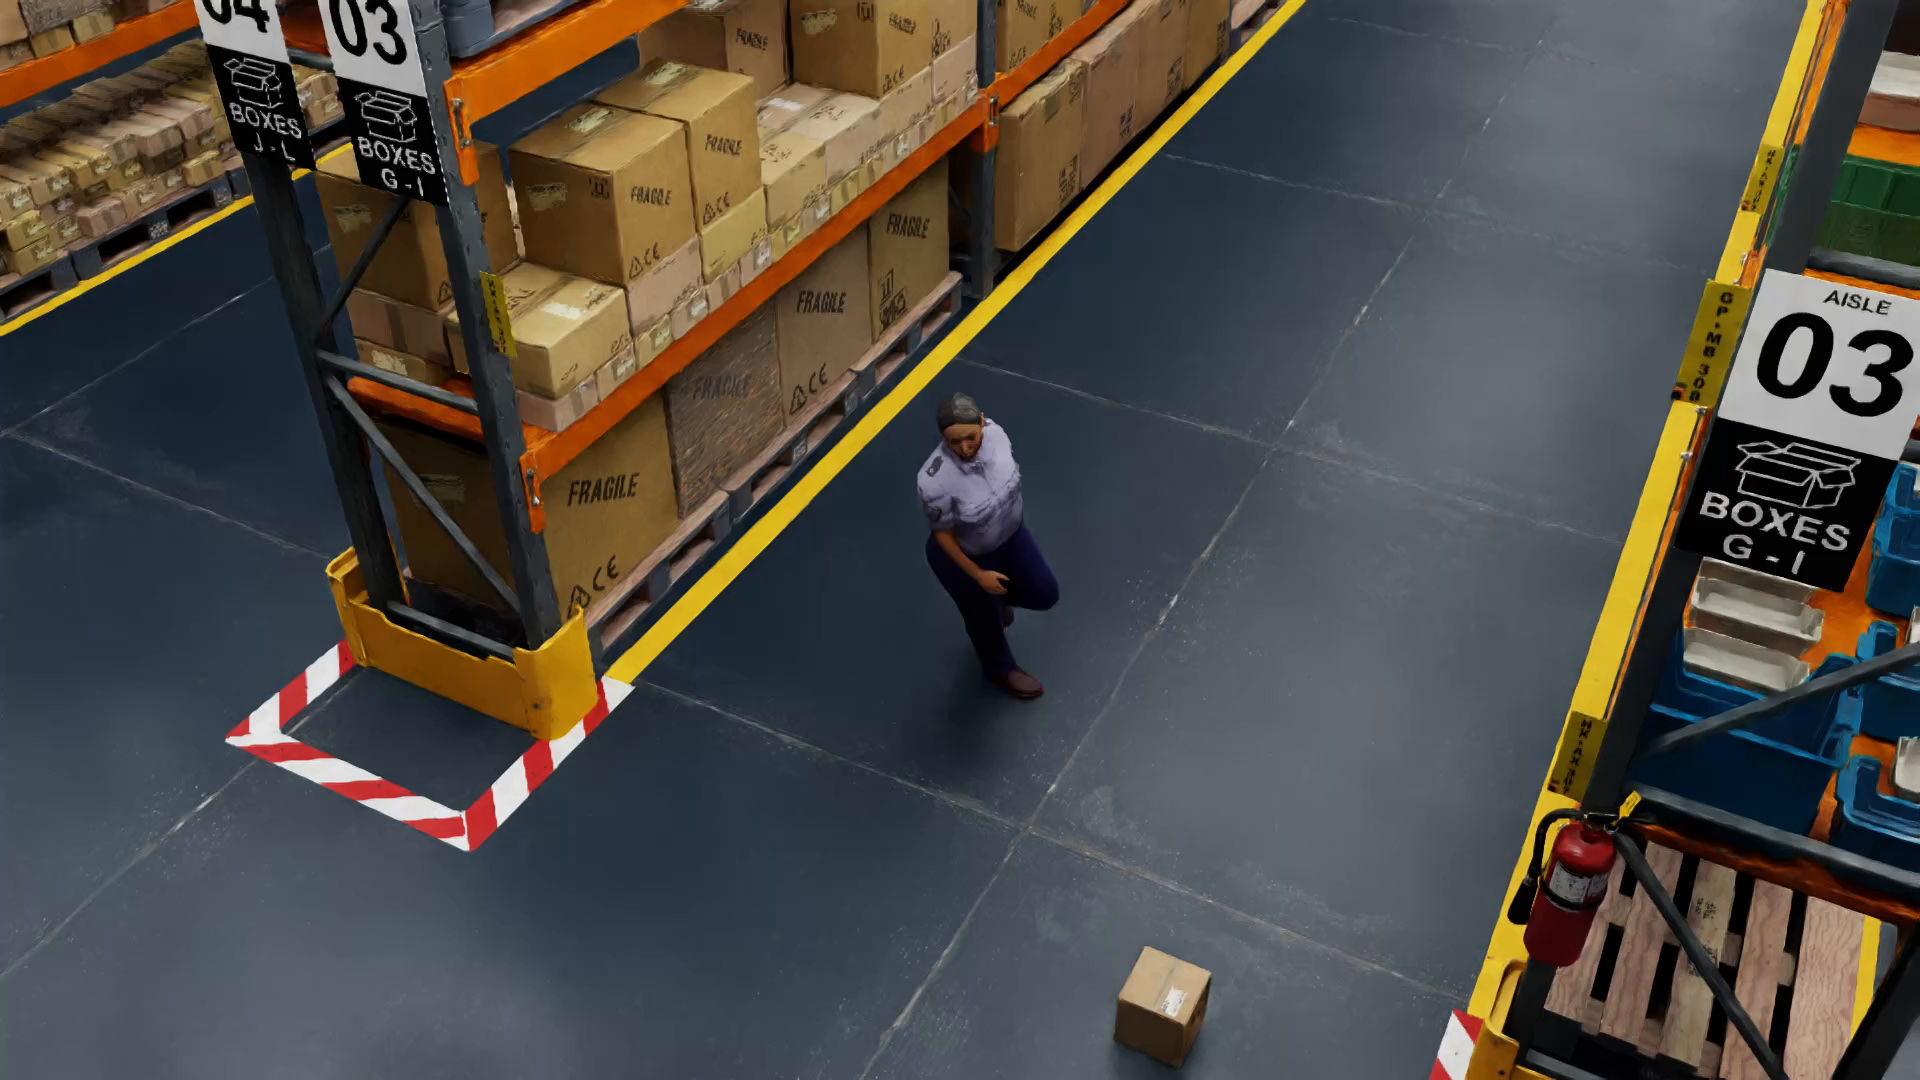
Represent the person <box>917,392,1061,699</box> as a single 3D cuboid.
[{"bbox_3d":[0.100,0.006,6.769,0.511,1.611,0.690,30,47,32],"label":"person"}]
